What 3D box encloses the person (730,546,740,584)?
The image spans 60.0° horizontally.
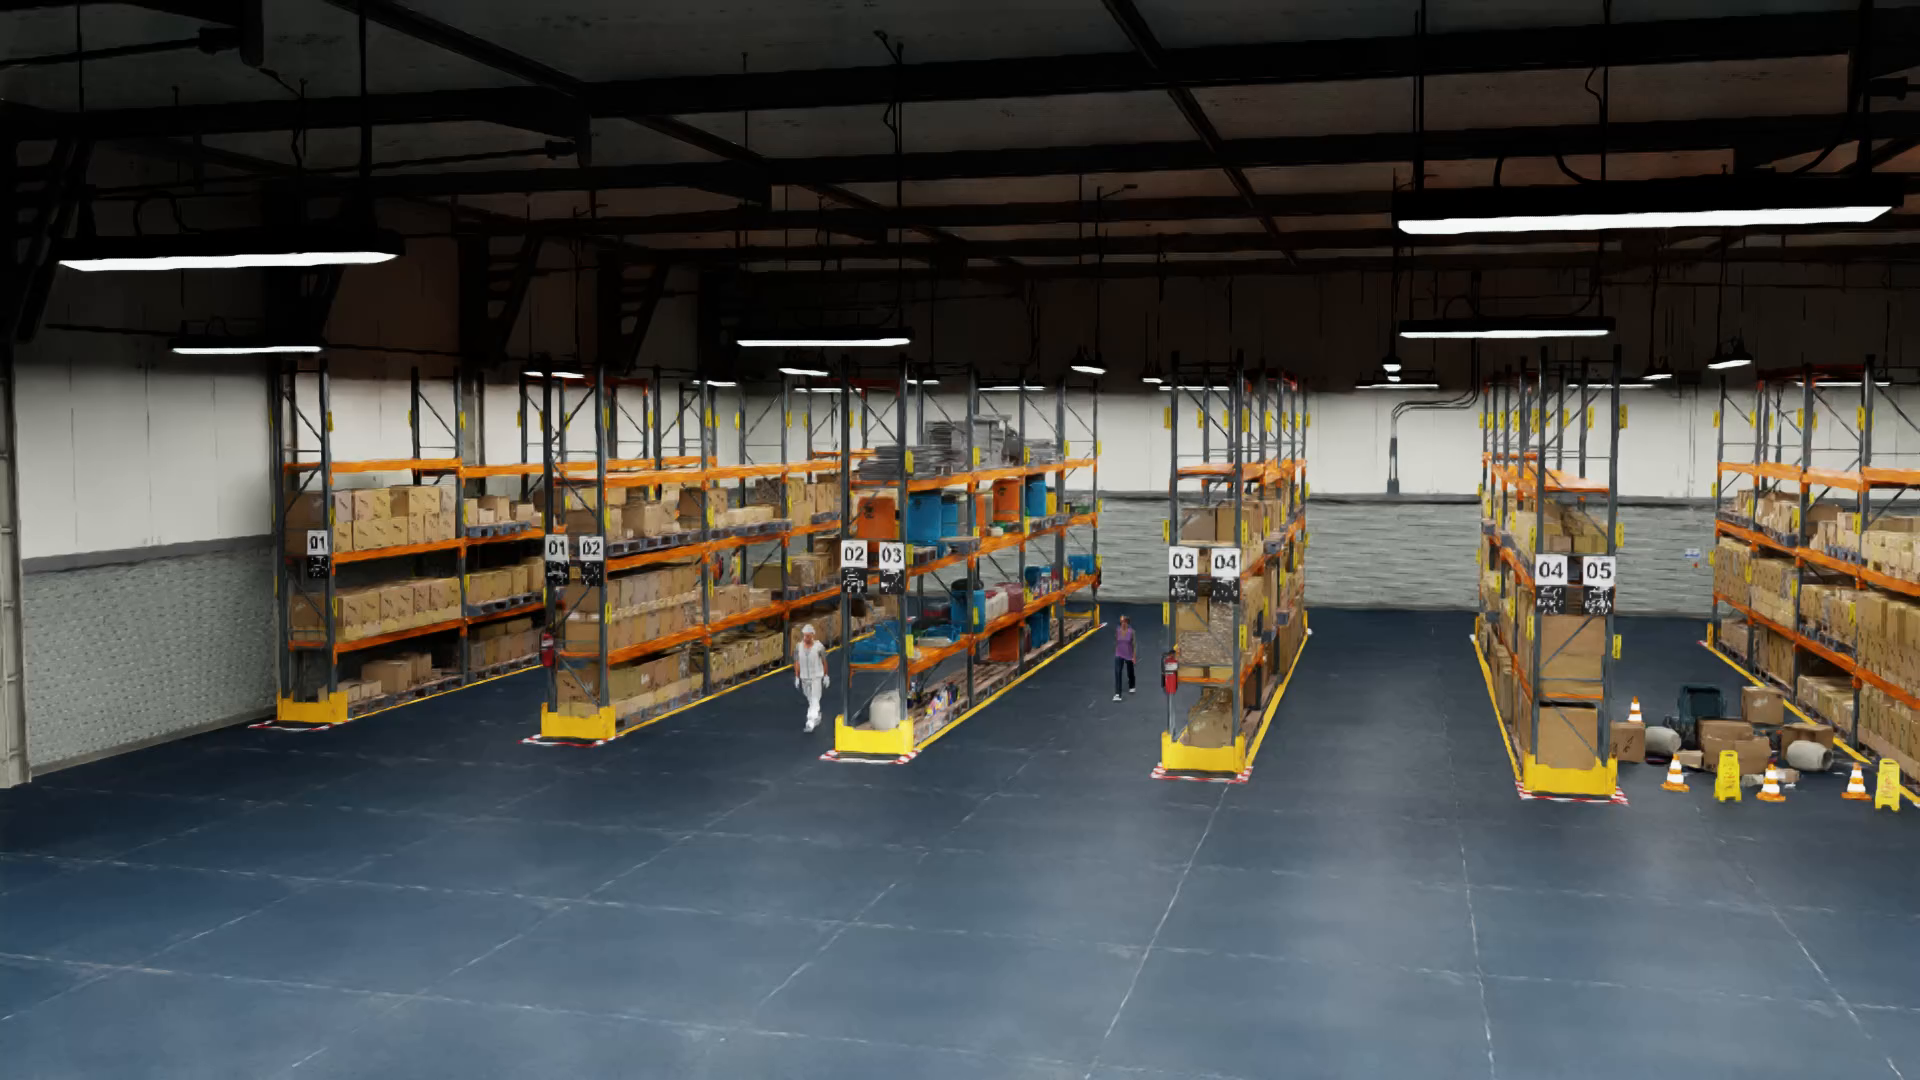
[{"bbox_3d":[-5.983,0.994,44.021,0.437,1.667,0.627,3,5,39],"label":"person"}]

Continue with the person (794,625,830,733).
[{"bbox_3d":[-2.424,2.208,26.788,0.553,1.709,1.123,1,4,17],"label":"person"}]

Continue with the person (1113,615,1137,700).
[{"bbox_3d":[2.984,2.086,29.877,0.417,1.525,1.034,1,4,14],"label":"person"}]
